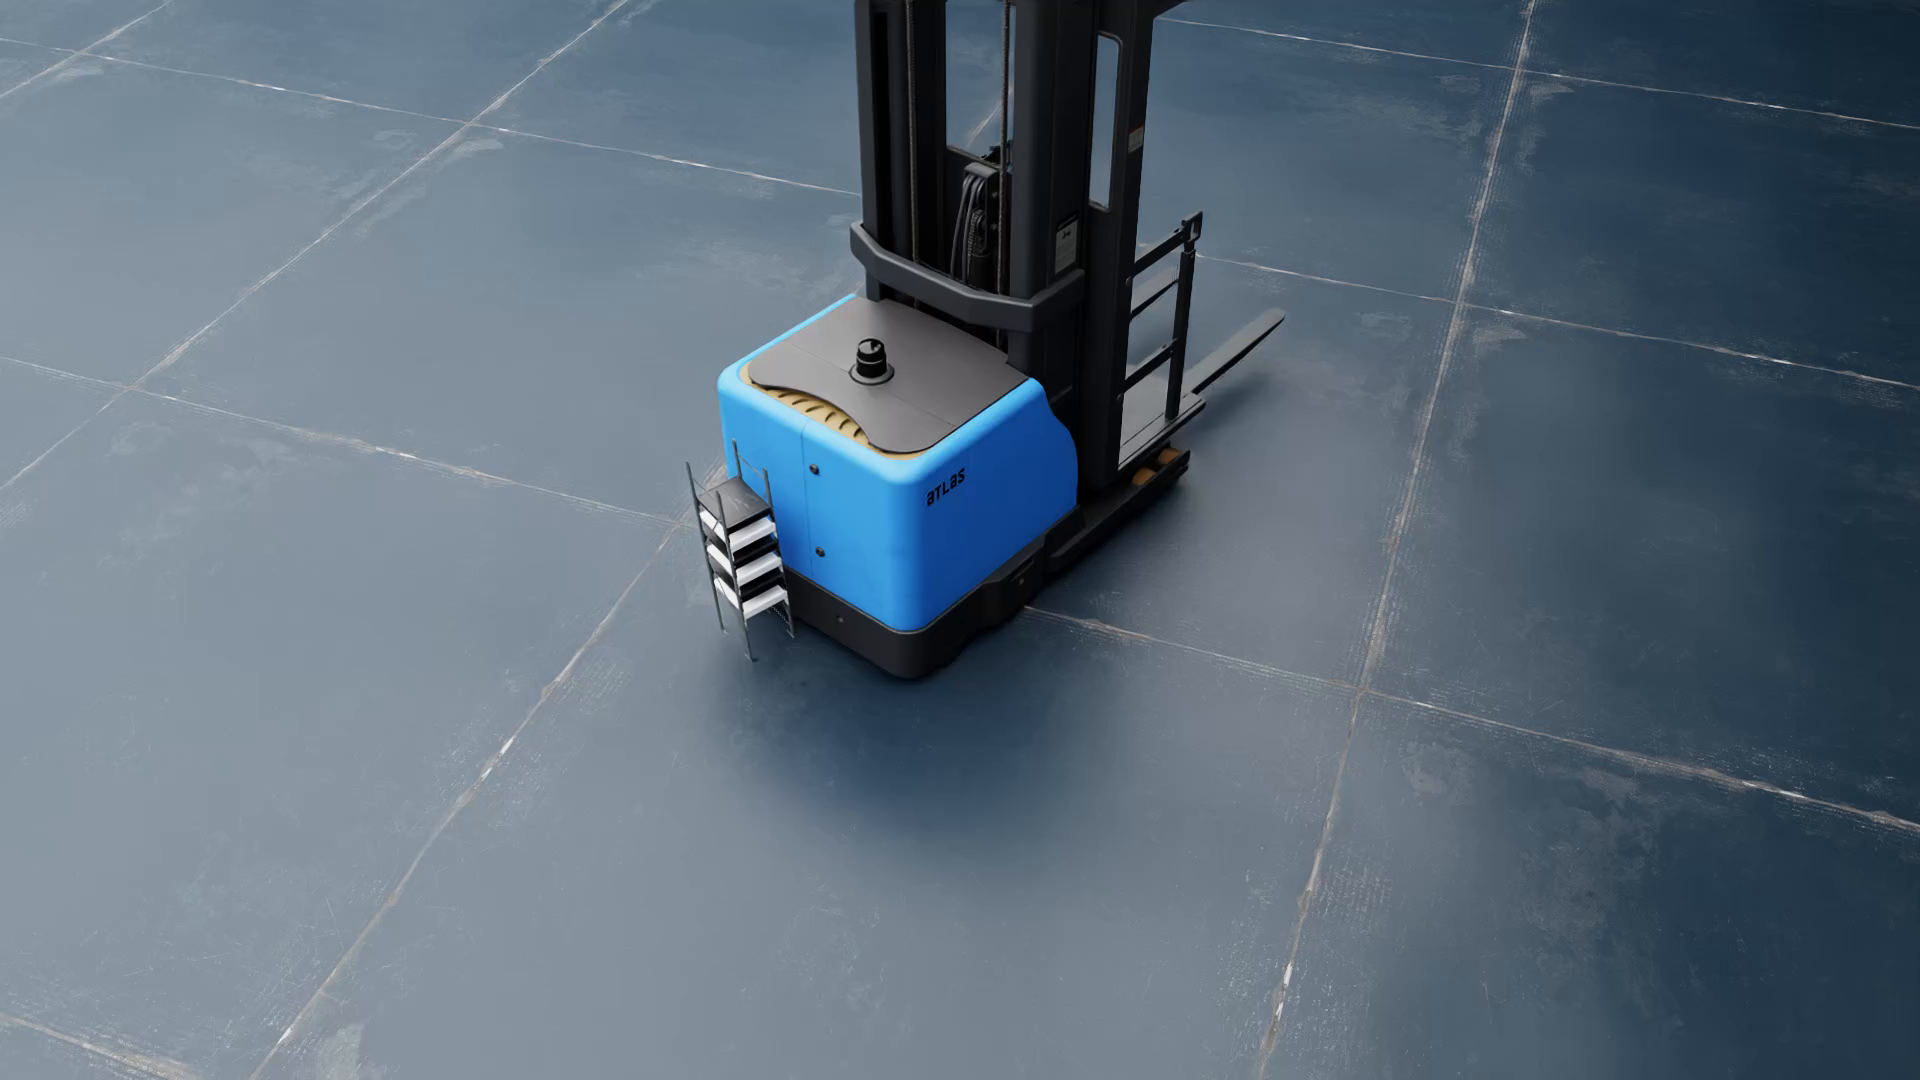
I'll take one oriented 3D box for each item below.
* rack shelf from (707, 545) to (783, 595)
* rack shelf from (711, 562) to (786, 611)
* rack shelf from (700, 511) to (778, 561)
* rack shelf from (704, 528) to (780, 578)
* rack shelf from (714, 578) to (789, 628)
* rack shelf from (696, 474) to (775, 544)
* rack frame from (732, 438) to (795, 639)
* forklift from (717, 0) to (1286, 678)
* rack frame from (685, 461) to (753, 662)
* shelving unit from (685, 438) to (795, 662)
[{"bbox_3d":[-0.847,0.077,6.508,0.200,0.077,0.258,-29,48,-25],"label":"rack shelf"},{"bbox_3d":[-0.842,0.143,6.569,0.200,0.077,0.258,-29,48,-25],"label":"rack shelf"},{"bbox_3d":[-0.856,-0.055,6.386,0.200,0.077,0.258,-29,48,-25],"label":"rack shelf"},{"bbox_3d":[-0.851,0.011,6.447,0.200,0.077,0.258,-29,48,-25],"label":"rack shelf"},{"bbox_3d":[-0.838,0.210,6.630,0.200,0.077,0.258,-29,48,-25],"label":"rack shelf"},{"bbox_3d":[-0.860,-0.121,6.325,0.200,0.077,0.258,-29,48,-25],"label":"rack shelf"},{"bbox_3d":[-0.767,0.008,6.528,0.006,0.900,0.240,-29,48,-25],"label":"rack frame"},{"bbox_3d":[0.386,-1.461,6.704,1.130,2.935,3.031,29,48,29],"label":"forklift"},{"bbox_3d":[-0.929,0.097,6.443,0.006,0.900,0.240,-29,48,-25],"label":"rack frame"},{"bbox_3d":[-0.848,0.053,6.485,0.210,0.900,0.258,-29,48,-25],"label":"shelving unit"}]
